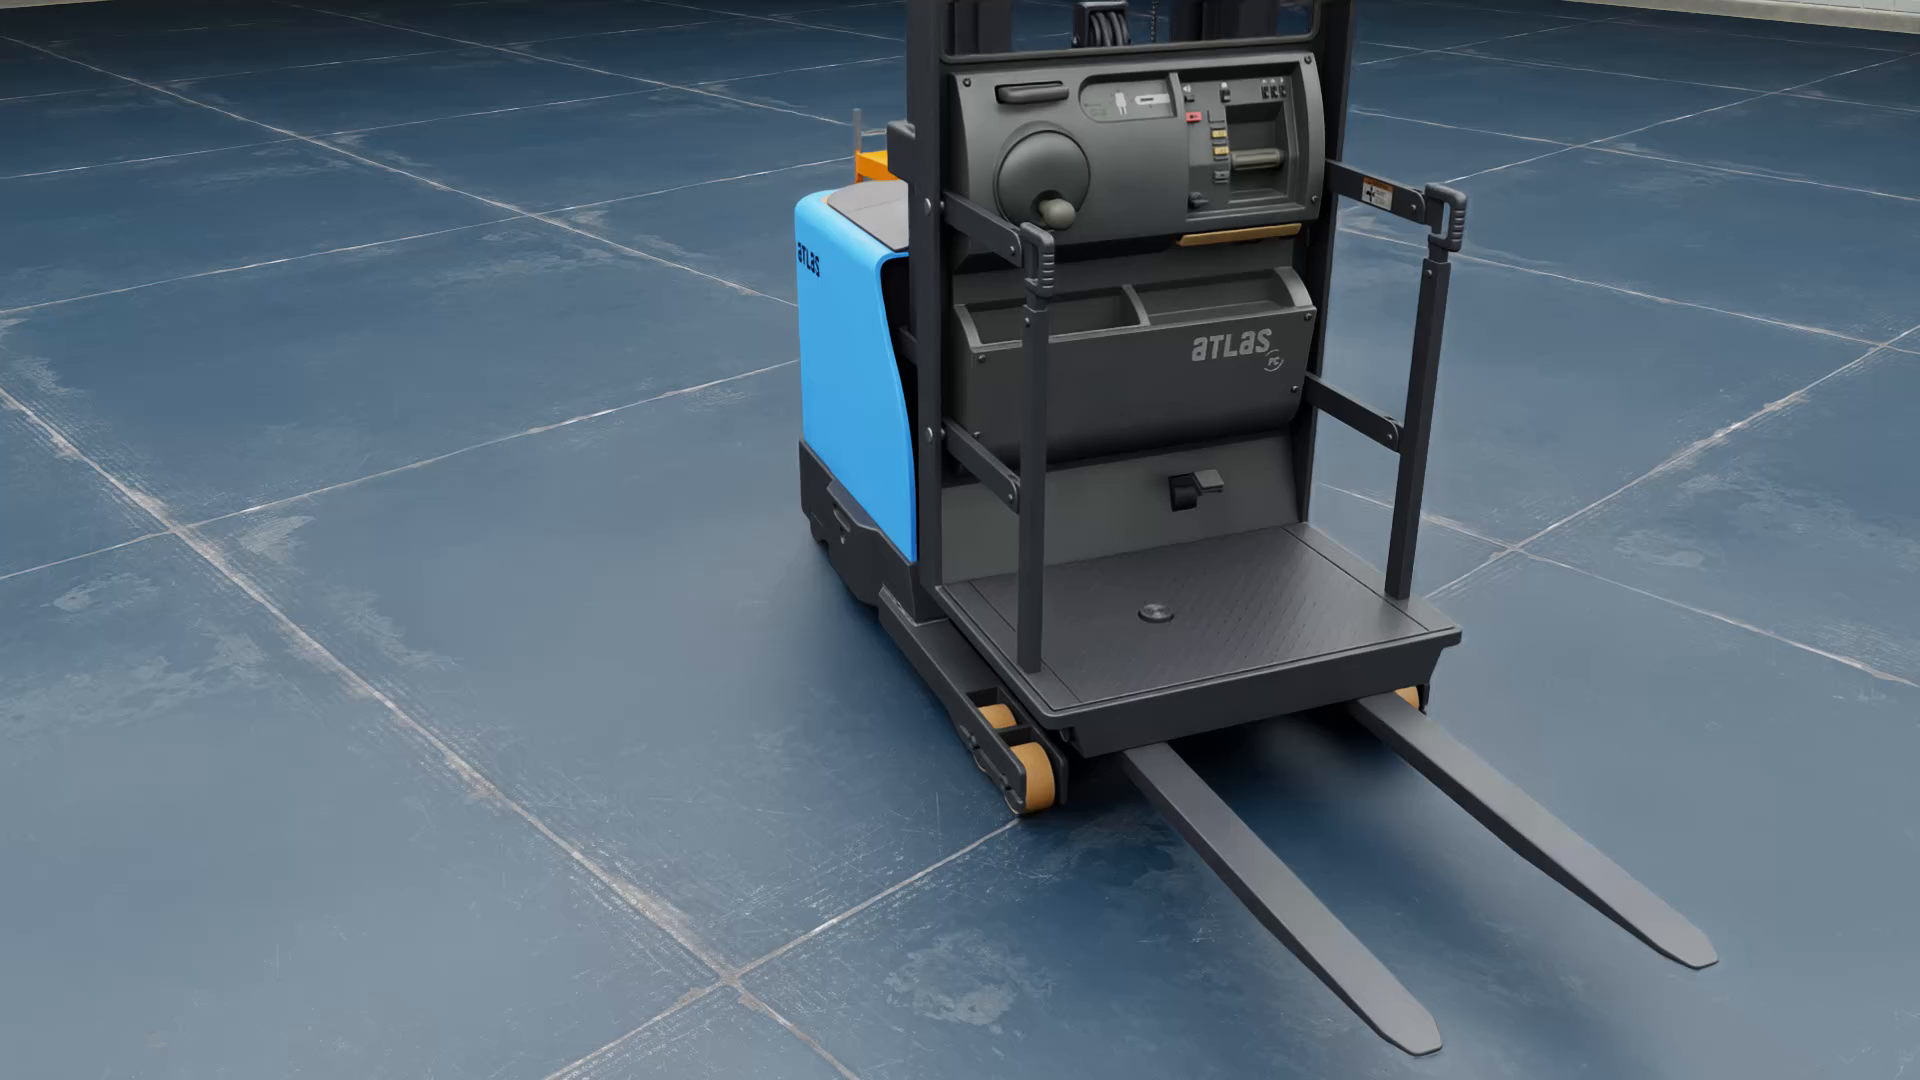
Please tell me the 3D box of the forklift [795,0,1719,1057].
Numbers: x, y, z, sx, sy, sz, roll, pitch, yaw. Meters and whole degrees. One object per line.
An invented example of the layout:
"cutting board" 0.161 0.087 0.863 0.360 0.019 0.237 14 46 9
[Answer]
"forklift" 0.514 -0.895 3.682 1.130 2.935 3.031 -9 26 -20

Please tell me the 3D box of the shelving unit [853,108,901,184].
"shelving unit" -0.120 -0.806 5.572 0.258 1.200 0.503 -14 28 -28

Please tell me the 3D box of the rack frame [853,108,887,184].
"rack frame" -0.244 -0.893 5.763 0.240 1.200 0.015 -14 28 -28

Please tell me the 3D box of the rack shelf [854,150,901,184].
"rack shelf" -0.120 -1.164 5.409 0.258 0.148 0.480 -14 28 -28
